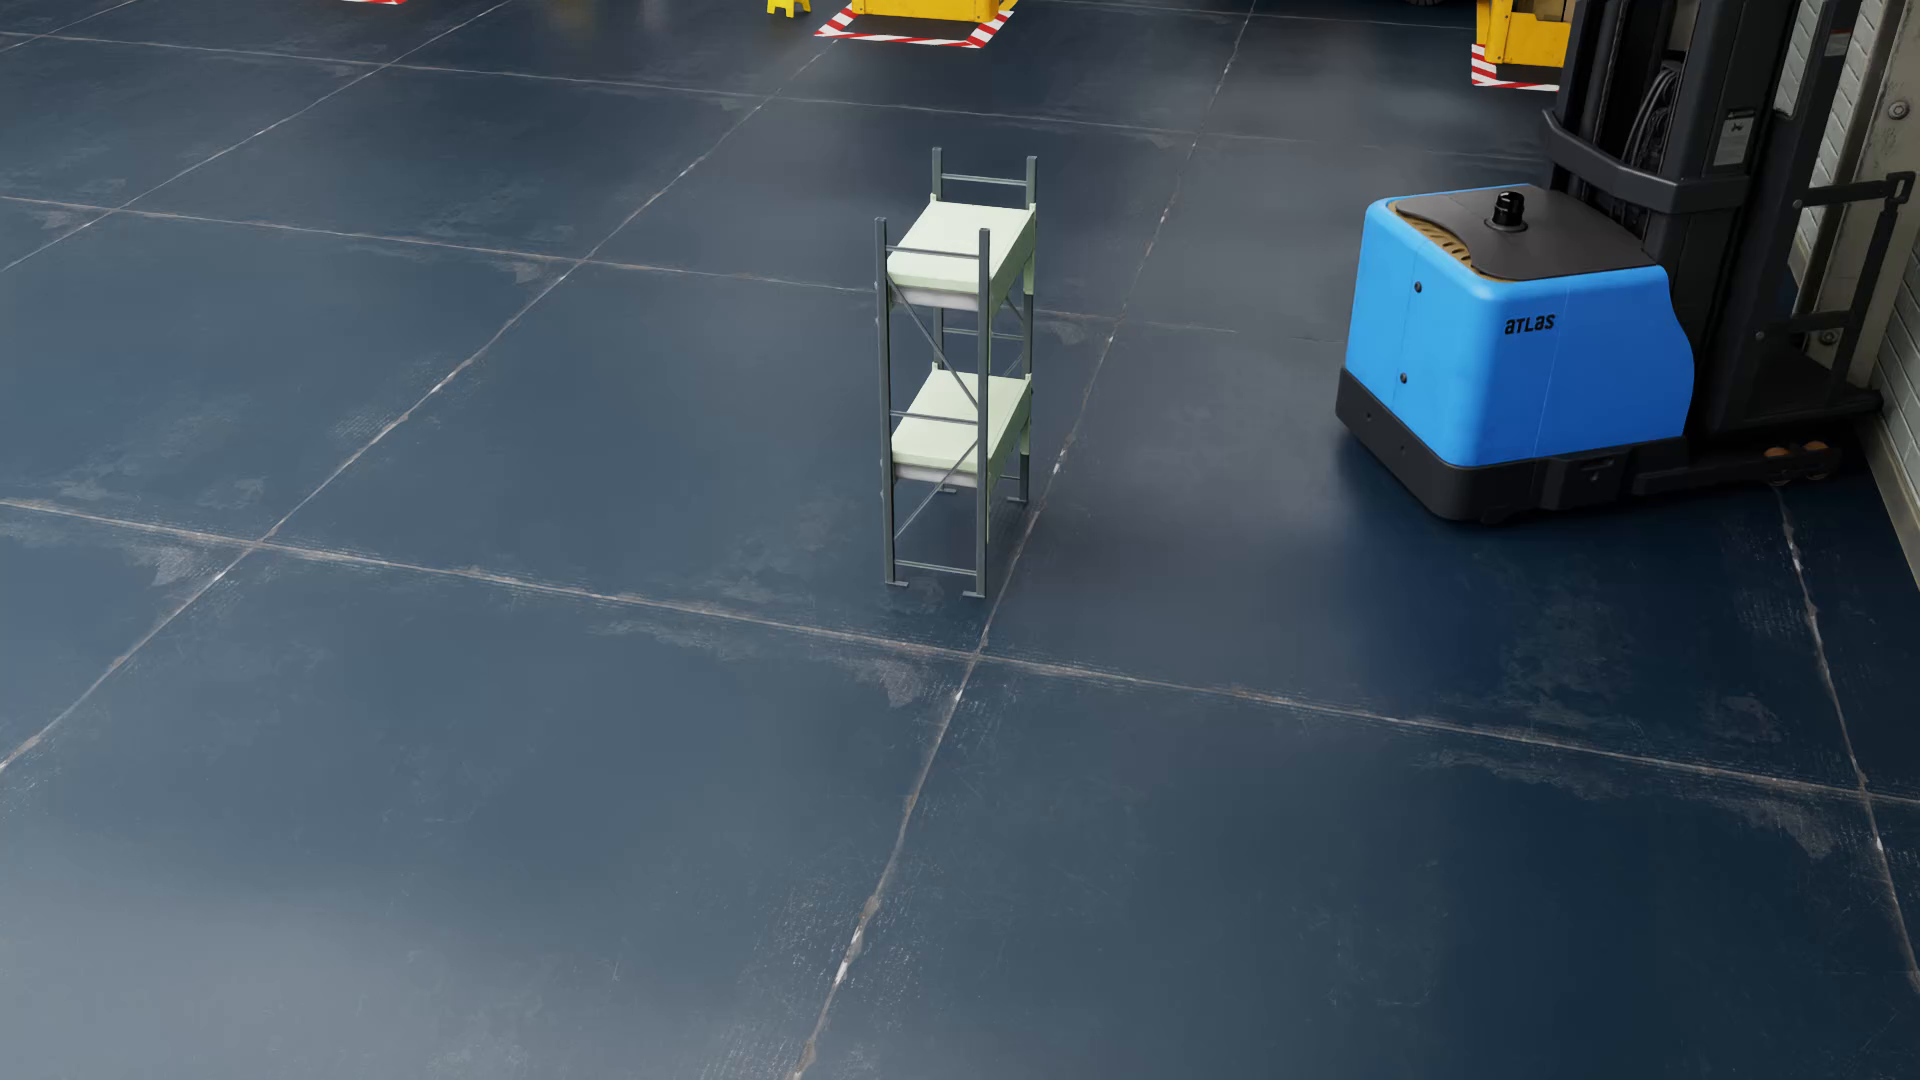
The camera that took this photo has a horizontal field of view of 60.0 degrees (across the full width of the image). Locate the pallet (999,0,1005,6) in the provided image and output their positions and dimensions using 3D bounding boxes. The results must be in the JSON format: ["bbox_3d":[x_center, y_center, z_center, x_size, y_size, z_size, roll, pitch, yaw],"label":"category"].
[{"bbox_3d":[-0.042,-4.779,14.071,1.003,0.211,1.213,8,33,12],"label":"pallet"}]

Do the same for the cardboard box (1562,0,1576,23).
[{"bbox_3d":[4.814,-4.071,12.529,0.500,0.250,0.500,8,33,13],"label":"cardboard box"}]

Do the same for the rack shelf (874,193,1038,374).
[{"bbox_3d":[-0.002,-0.959,6.133,0.431,0.370,0.720,8,33,12],"label":"rack shelf"}]

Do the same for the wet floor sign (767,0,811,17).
[{"bbox_3d":[-1.385,-4.553,13.310,0.267,0.644,0.232,20,38,29],"label":"wet floor sign"}]

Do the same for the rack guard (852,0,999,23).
[{"bbox_3d":[-0.283,-4.484,13.337,1.175,0.500,0.348,8,33,12],"label":"rack guard"}]

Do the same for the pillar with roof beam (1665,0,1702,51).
[{"bbox_3d":[1.385,-8.182,11.233,9.100,9.000,0.400,8,33,12],"label":"pillar with roof beam"}]

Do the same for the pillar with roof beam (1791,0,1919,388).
[{"bbox_3d":[-0.138,-5.068,6.335,9.100,9.000,0.400,8,33,12],"label":"pillar with roof beam"}]

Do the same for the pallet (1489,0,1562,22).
[{"bbox_3d":[4.654,-4.051,12.926,1.003,0.211,1.213,8,33,12],"label":"pallet"}]

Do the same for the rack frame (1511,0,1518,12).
[{"bbox_3d":[4.500,-4.826,11.545,1.000,3.000,0.127,8,33,12],"label":"rack frame"}]

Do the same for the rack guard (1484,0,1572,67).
[{"bbox_3d":[4.494,-3.758,12.196,1.175,0.500,0.348,8,33,12],"label":"rack guard"}]

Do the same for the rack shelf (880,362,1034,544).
[{"bbox_3d":[-0.002,-0.354,6.517,0.431,0.370,0.720,8,33,12],"label":"rack shelf"}]

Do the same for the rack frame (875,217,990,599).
[{"bbox_3d":[-0.095,-0.440,6.043,0.400,1.500,0.023,8,33,12],"label":"rack frame"}]

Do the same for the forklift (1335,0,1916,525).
[{"bbox_3d":[3.270,-1.731,6.740,3.031,2.935,1.130,-8,33,-13],"label":"forklift"}]

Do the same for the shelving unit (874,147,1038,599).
[{"bbox_3d":[-0.002,-0.629,6.342,0.431,1.500,0.755,8,33,12],"label":"shelving unit"}]

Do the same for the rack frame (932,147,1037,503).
[{"bbox_3d":[0.091,-0.819,6.641,0.400,1.500,0.023,8,33,12],"label":"rack frame"}]

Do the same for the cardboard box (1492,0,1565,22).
[{"bbox_3d":[4.314,-4.129,12.621,0.500,0.250,0.500,8,33,13],"label":"cardboard box"}]

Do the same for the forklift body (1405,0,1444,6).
[{"bbox_3d":[3.217,-5.700,13.711,2.313,2.155,1.214,8,33,12],"label":"forklift body"}]

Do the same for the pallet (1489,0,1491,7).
[{"bbox_3d":[4.966,-4.683,13.919,1.003,0.211,1.213,8,33,12],"label":"pallet"}]
